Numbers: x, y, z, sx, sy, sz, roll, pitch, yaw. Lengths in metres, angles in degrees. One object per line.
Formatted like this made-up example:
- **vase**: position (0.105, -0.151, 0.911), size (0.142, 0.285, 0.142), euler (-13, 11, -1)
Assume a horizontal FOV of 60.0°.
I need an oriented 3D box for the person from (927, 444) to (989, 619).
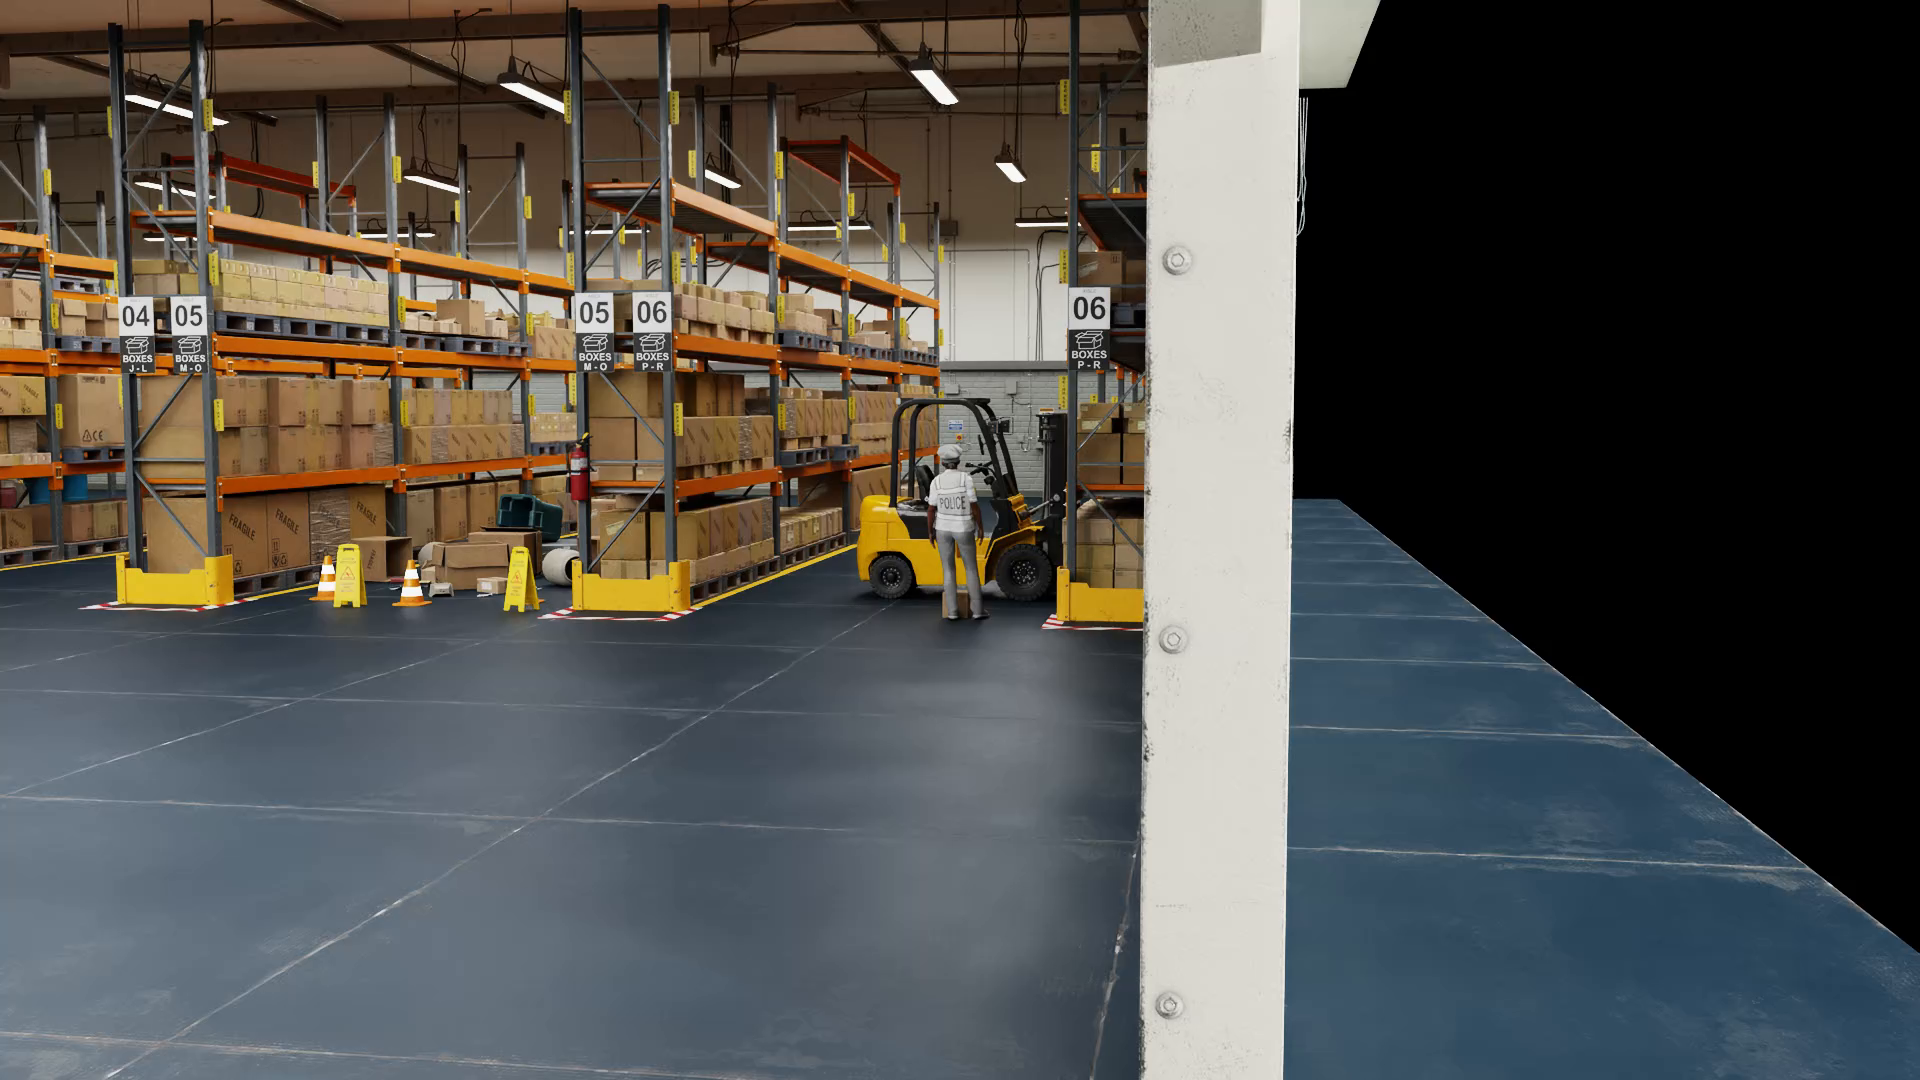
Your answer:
- **person**: position (-0.021, -0.082, 16.100), size (0.569, 1.694, 0.529), euler (1, 5, 9)
